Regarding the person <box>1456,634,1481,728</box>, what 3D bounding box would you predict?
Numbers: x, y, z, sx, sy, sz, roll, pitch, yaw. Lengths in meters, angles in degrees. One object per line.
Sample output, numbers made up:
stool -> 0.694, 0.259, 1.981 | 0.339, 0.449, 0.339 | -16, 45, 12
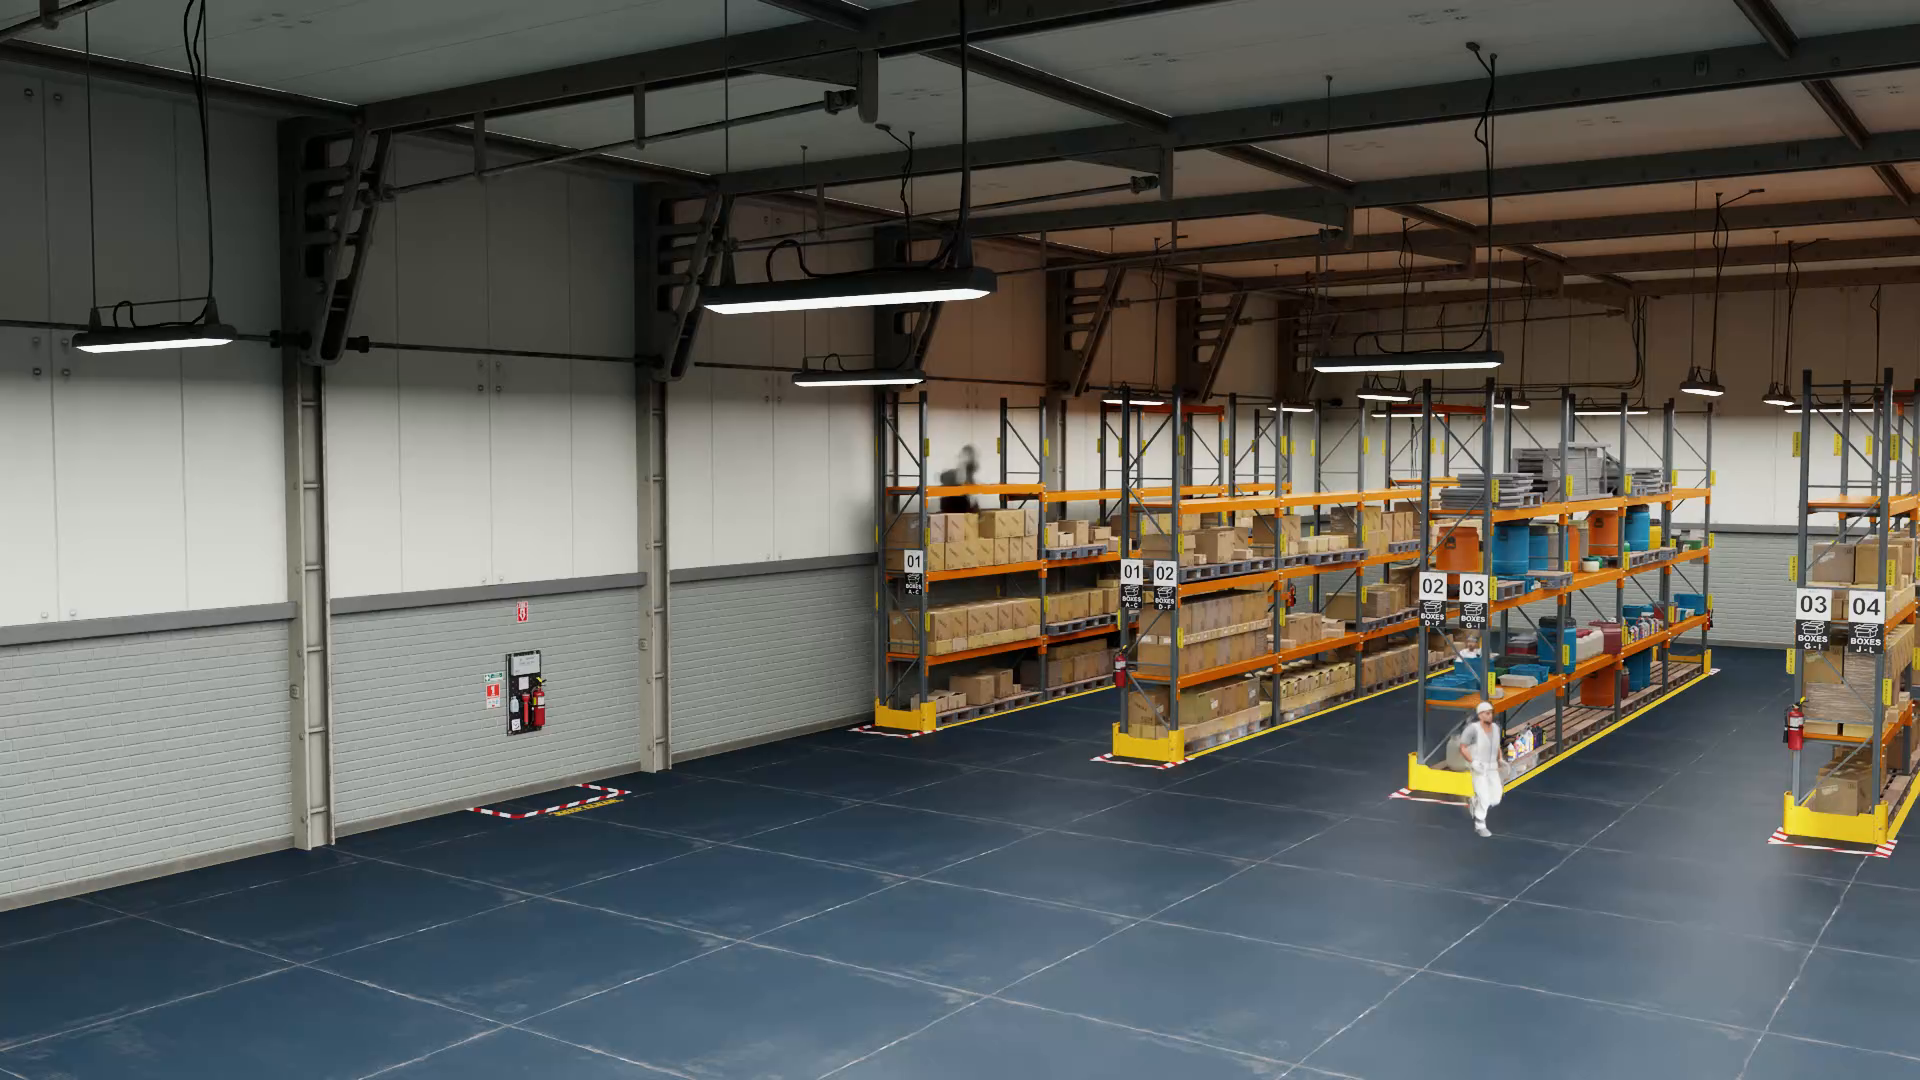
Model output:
person -> 9.187, 2.507, 29.841 | 0.620, 1.669, 0.738 | 2, 4, 29

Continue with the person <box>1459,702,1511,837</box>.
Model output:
person -> 6.742, 2.916, 21.546 | 0.646, 1.670, 0.635 | -1, 3, -21
